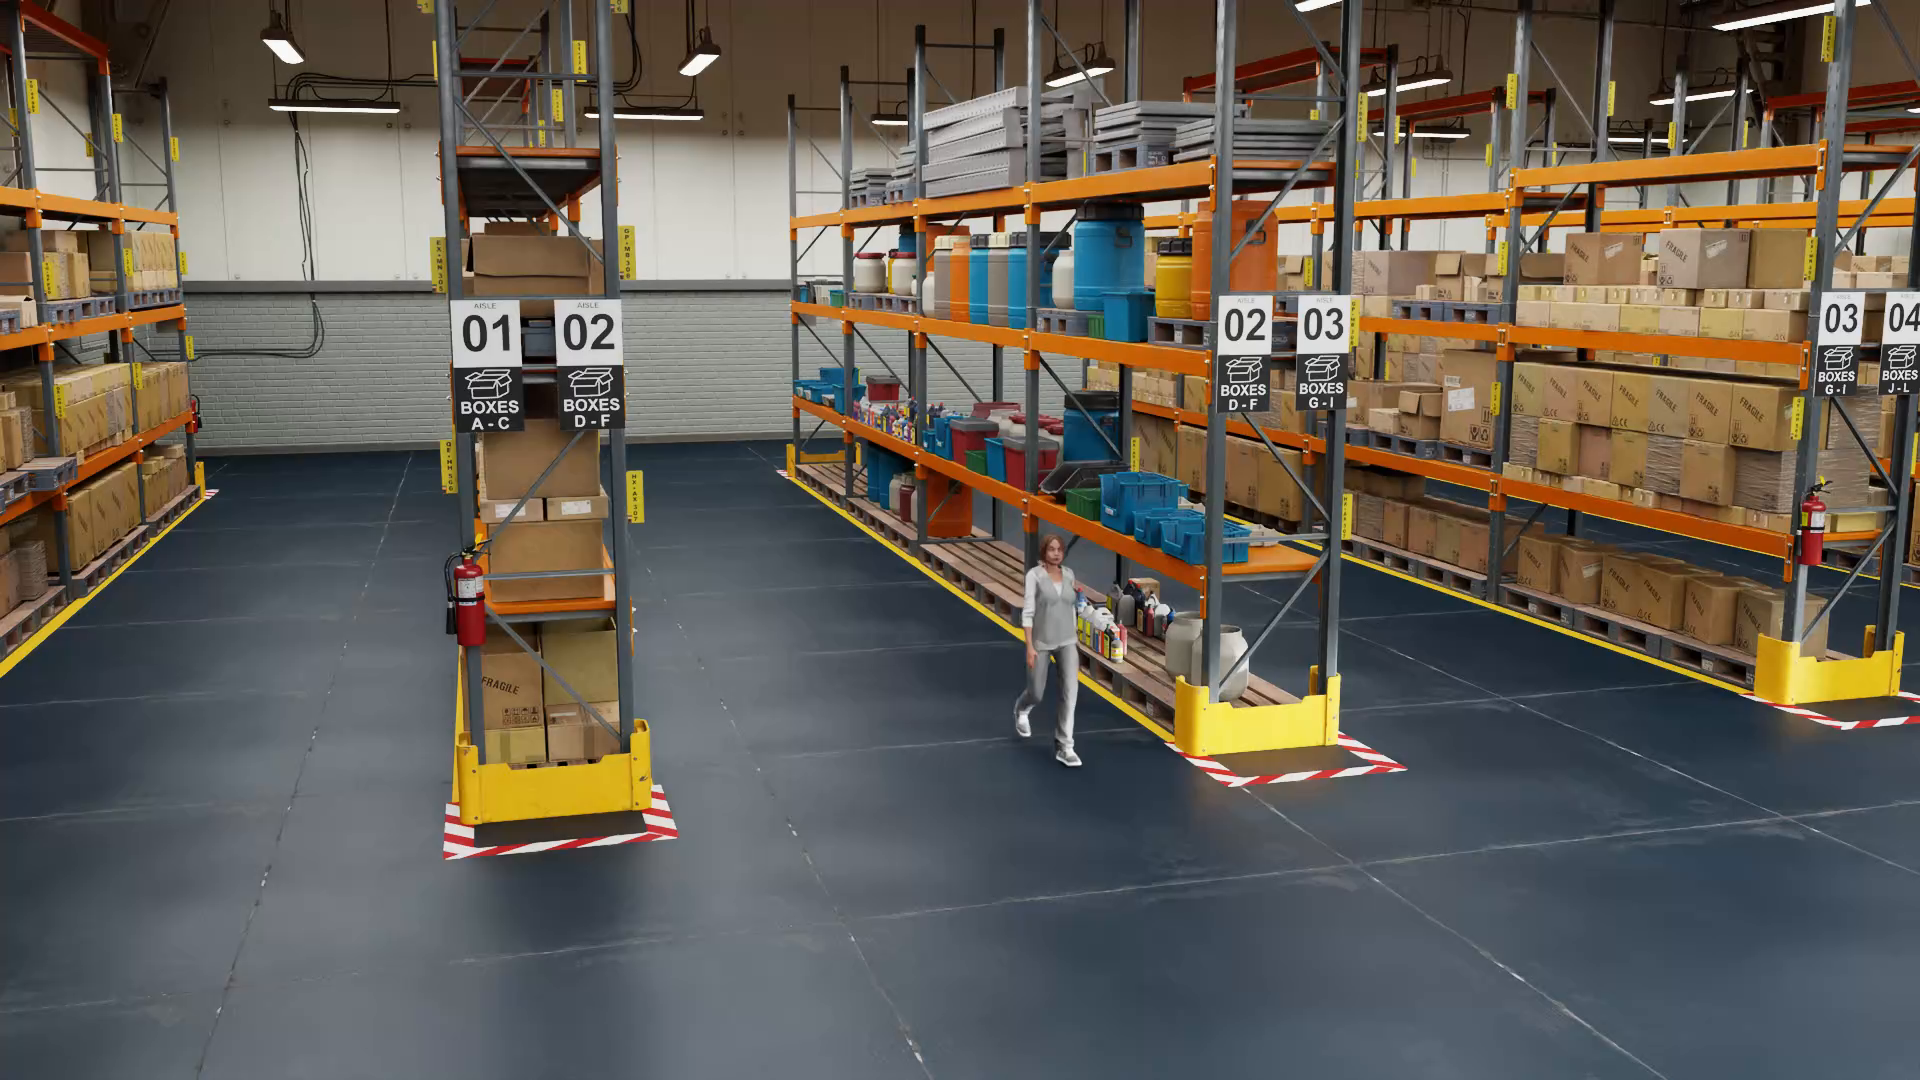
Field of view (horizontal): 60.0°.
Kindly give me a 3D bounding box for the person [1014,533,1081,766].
[{"bbox_3d":[0.617,0.724,11.541,0.424,1.562,0.813,-3,10,-17],"label":"person"}]
